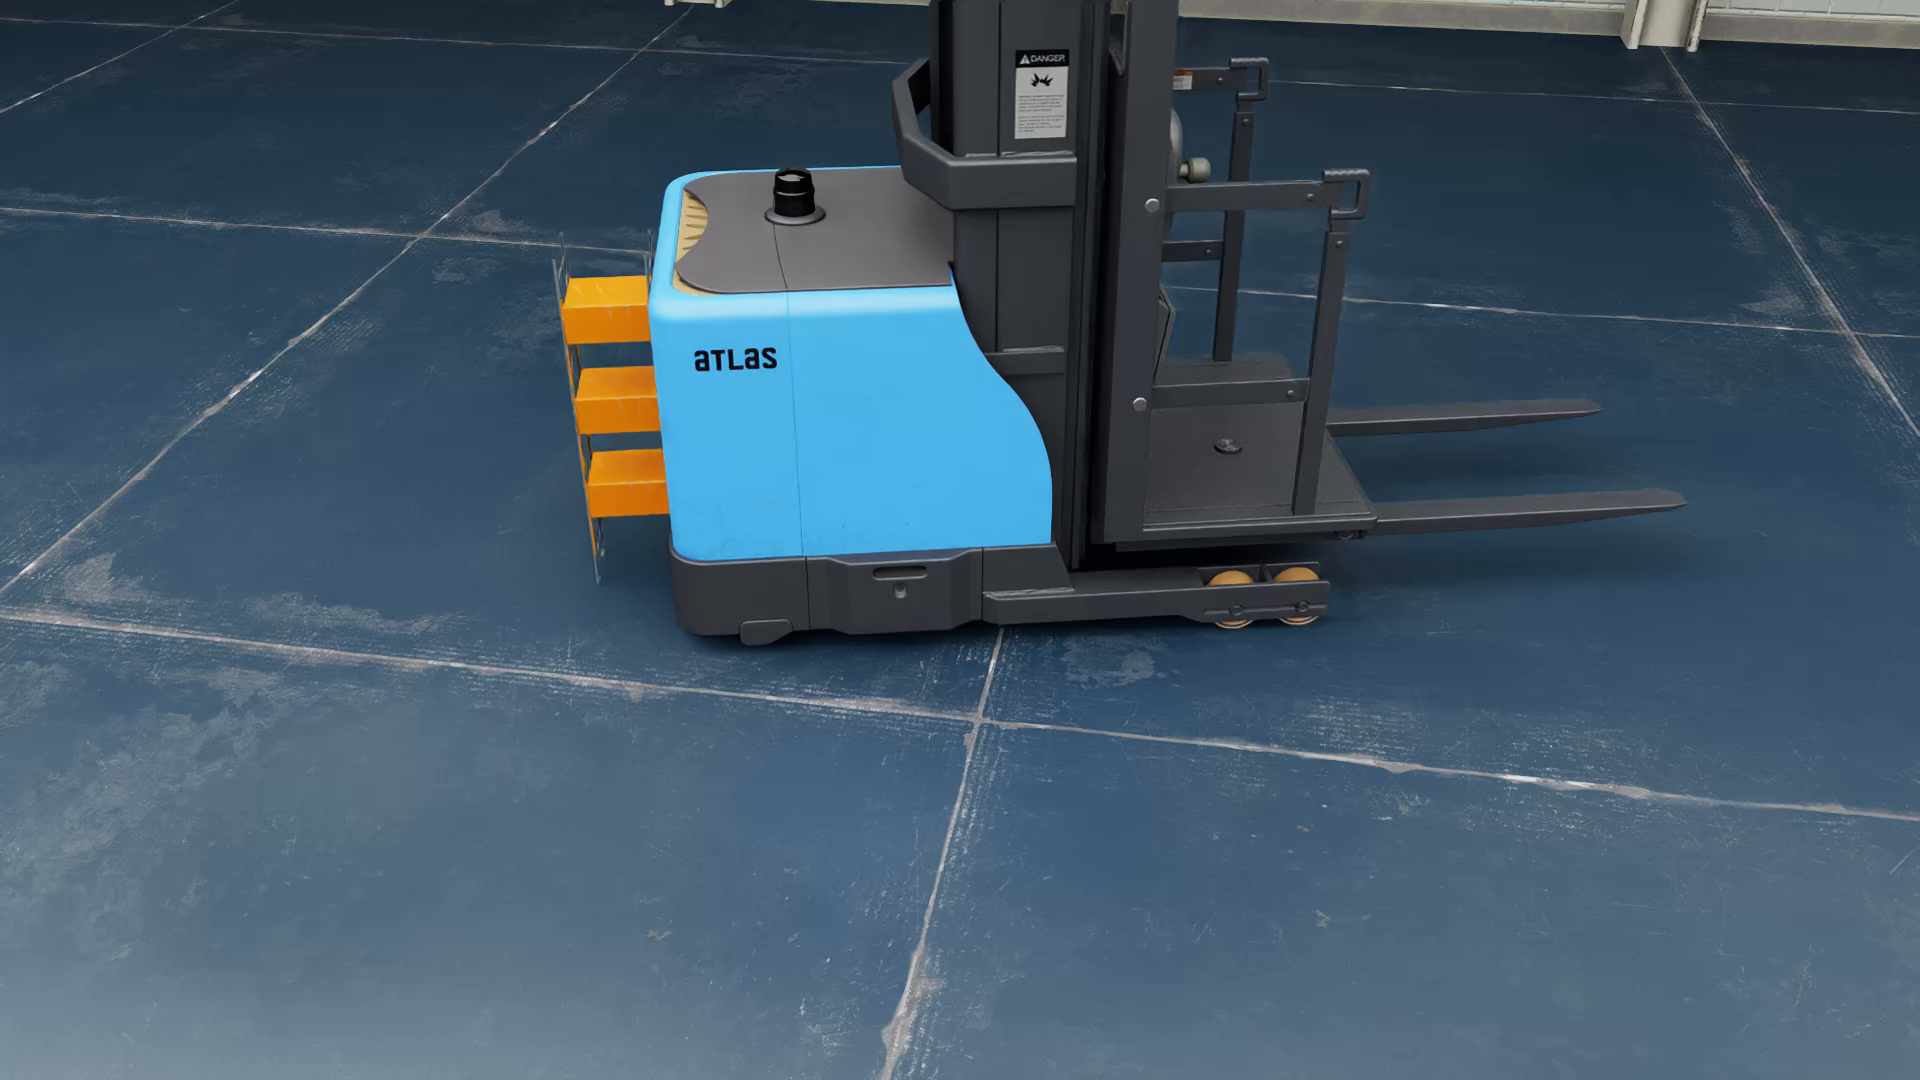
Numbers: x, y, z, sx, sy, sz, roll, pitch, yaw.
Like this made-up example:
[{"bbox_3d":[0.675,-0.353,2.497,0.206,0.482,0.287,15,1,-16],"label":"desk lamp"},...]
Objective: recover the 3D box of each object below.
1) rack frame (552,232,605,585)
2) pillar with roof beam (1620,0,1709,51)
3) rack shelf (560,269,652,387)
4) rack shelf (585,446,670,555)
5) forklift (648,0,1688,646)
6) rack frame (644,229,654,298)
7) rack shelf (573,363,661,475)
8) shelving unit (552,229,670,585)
[{"bbox_3d":[-1.104,-0.363,4.840,0.008,1.050,0.200,-3,32,-5],"label":"rack frame"},{"bbox_3d":[3.491,-4.568,4.066,0.400,9.000,9.100,5,32,8],"label":"pillar with roof beam"},{"bbox_3d":[-0.983,-0.600,4.705,0.240,0.259,0.215,-3,32,-5],"label":"rack shelf"},{"bbox_3d":[-0.983,-0.124,5.003,0.240,0.259,0.215,-3,32,-5],"label":"rack shelf"},{"bbox_3d":[0.655,-1.262,4.503,3.031,2.935,1.130,-3,32,-5],"label":"forklift"},{"bbox_3d":[-0.862,-0.375,4.860,0.008,1.050,0.200,-3,32,-5],"label":"rack frame"},{"bbox_3d":[-0.983,-0.360,4.856,0.240,0.259,0.215,-3,32,-5],"label":"rack shelf"},{"bbox_3d":[-0.983,-0.369,4.850,0.252,1.050,0.215,-3,32,-5],"label":"shelving unit"}]
